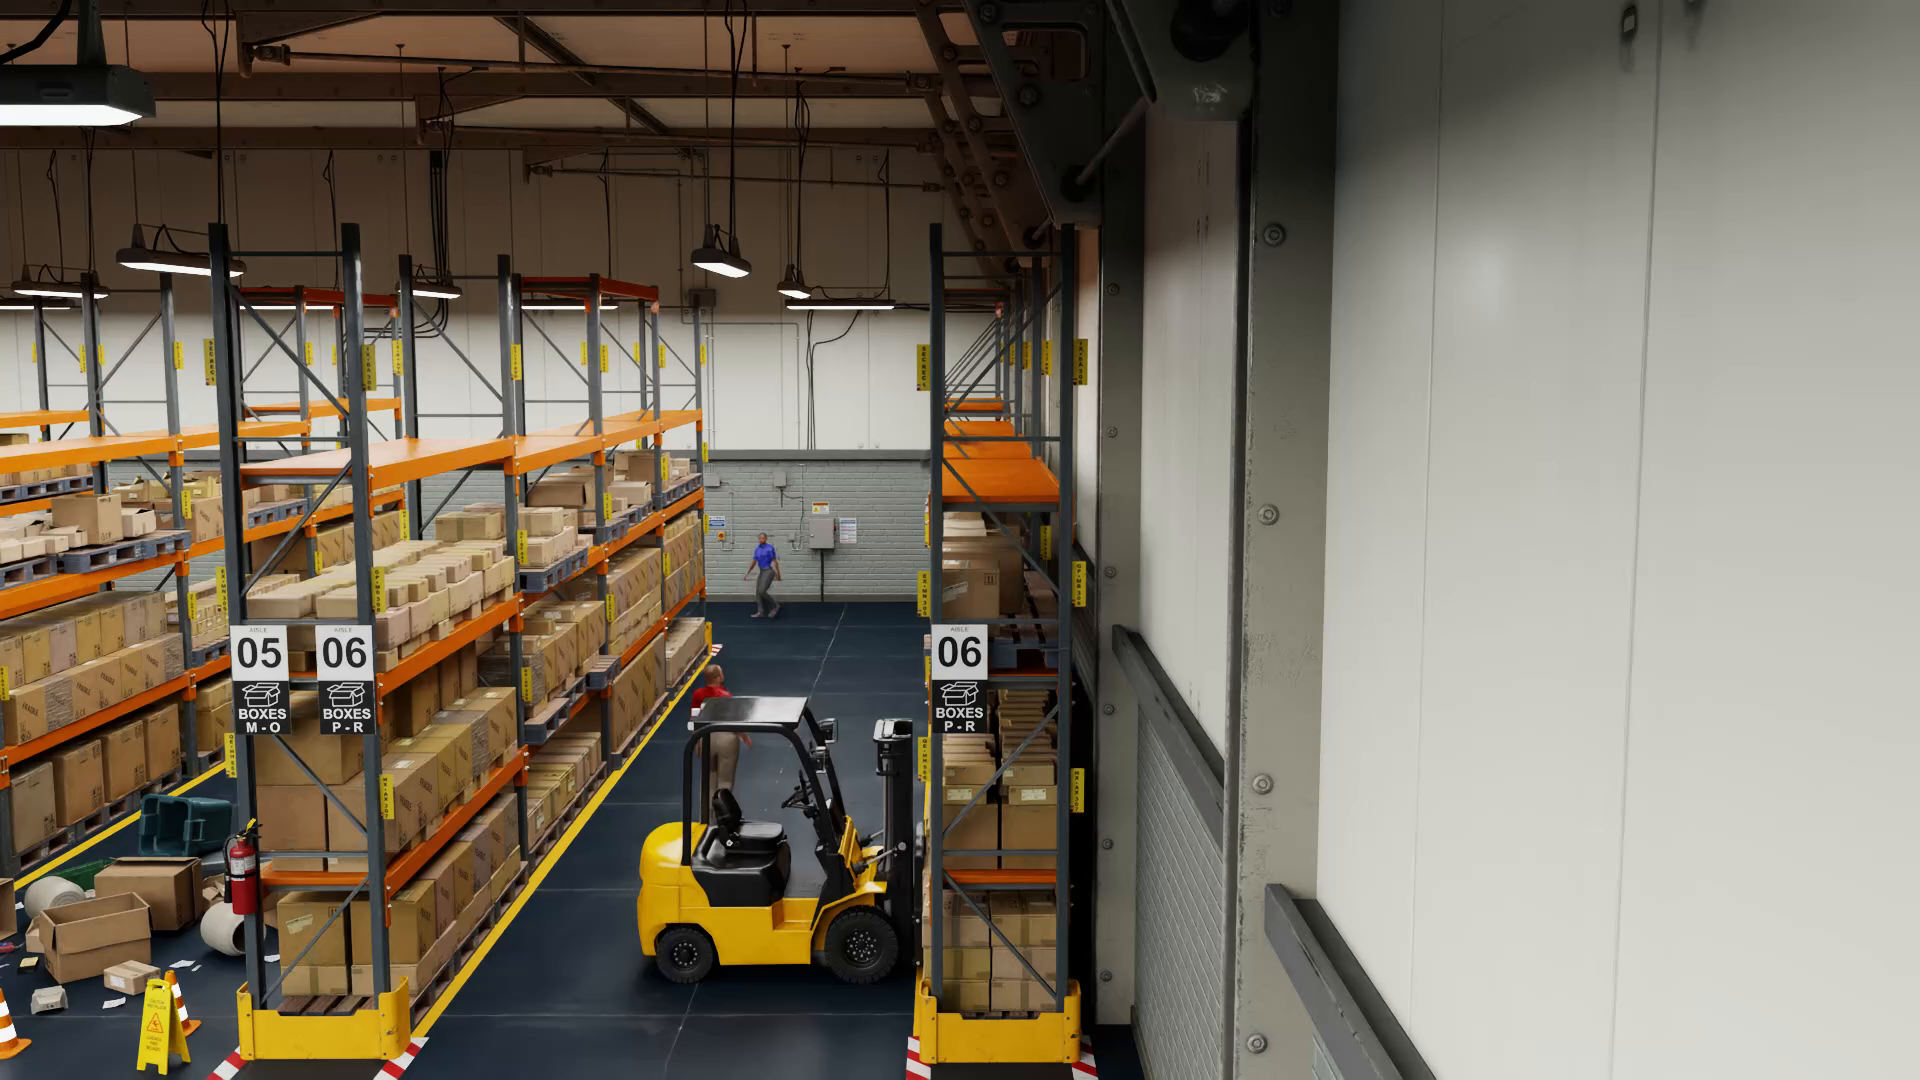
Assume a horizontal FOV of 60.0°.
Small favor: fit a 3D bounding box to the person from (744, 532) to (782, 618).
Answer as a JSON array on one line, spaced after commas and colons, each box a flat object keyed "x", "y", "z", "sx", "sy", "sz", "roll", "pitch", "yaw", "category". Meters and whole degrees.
[{"x": -3.751, "y": 0.674, "z": 31.557, "sx": 0.604, "sy": 1.646, "sz": 0.500, "roll": -4, "pitch": 8, "yaw": -28, "category": "person"}]

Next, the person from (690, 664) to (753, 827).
[{"x": -2.451, "y": 2.122, "z": 16.982, "sx": 0.588, "sy": 1.758, "sz": 0.530, "roll": 1, "pitch": 7, "yaw": 11, "category": "person"}]
